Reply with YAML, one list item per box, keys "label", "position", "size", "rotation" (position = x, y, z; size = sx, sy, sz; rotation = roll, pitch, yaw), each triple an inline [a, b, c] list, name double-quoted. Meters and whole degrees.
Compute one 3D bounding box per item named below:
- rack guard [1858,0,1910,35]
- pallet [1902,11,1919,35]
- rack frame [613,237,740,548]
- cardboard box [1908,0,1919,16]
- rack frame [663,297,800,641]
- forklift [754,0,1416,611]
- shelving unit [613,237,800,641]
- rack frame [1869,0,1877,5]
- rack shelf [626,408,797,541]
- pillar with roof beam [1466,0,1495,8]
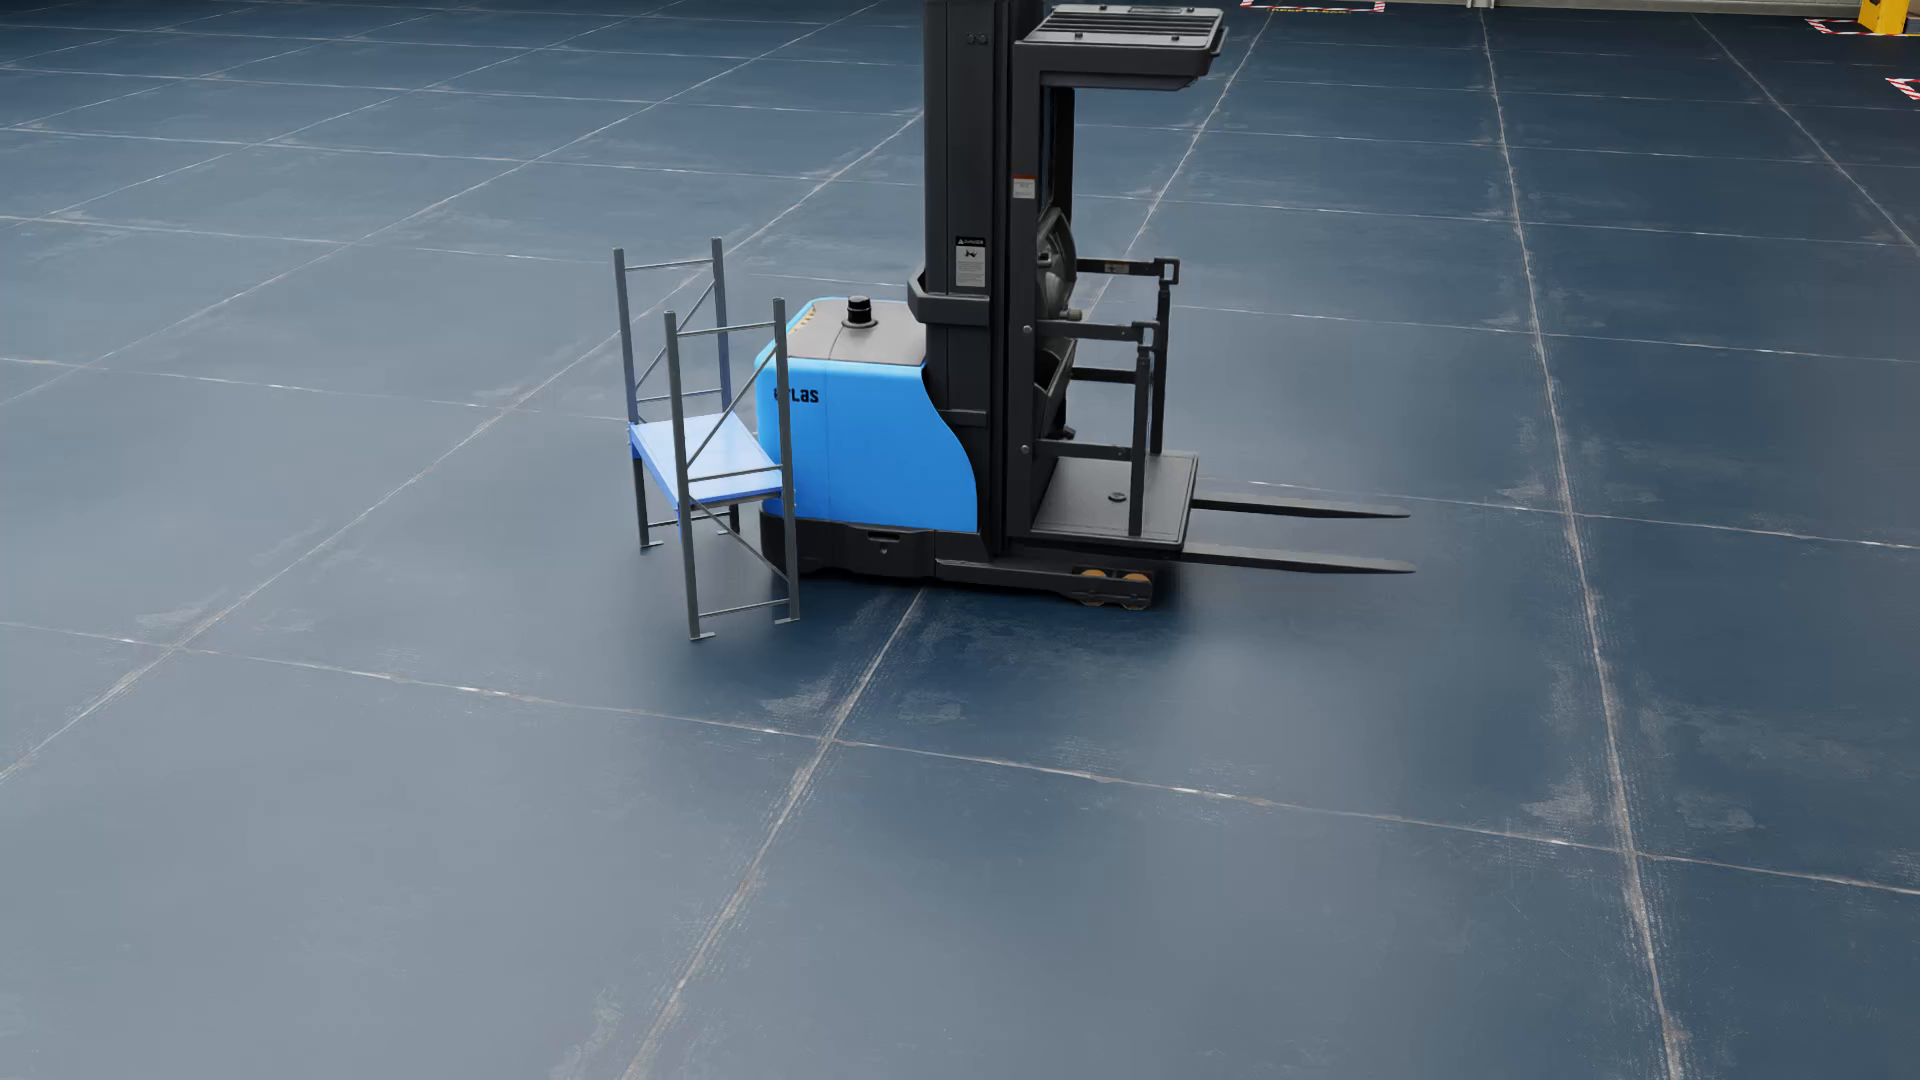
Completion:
- label: "rack guard"
  position: [12.909, -7.414, 23.241]
  size: [0.348, 0.500, 1.175]
  rotation: [6, 26, 13]
- label: "pallet"
  position: [13.687, -7.182, 23.089]
  size: [1.213, 0.211, 1.003]
  rotation: [6, 26, 13]
- label: "rack frame"
  position: [-1.340, -0.684, 7.943]
  size: [0.500, 1.500, 0.032]
  rotation: [-10, 27, -20]
- label: "cardboard box"
  position: [13.483, -7.424, 22.969]
  size: [0.500, 0.311, 0.500]
  rotation: [3, 26, 7]
- label: "rack frame"
  position: [-0.958, -0.279, 7.092]
  size: [0.500, 1.500, 0.032]
  rotation: [-10, 27, -20]
- label: "forklift"
  position: [0.623, -1.251, 7.469]
  size: [3.031, 2.935, 1.130]
  rotation: [5, 26, 10]
- label: "shelving unit"
  position: [-1.149, -0.482, 7.517]
  size: [0.538, 1.500, 1.048]
  rotation: [-10, 27, -20]
- label: "rack frame"
  position: [12.835, -8.550, 22.720]
  size: [0.127, 3.000, 1.000]
  rotation: [6, 26, 13]
- label: "rack shelf"
  position: [-1.149, -0.319, 7.595]
  size: [0.538, 0.185, 1.000]
  rotation: [-10, 27, -20]
- label: "pillar with roof beam"
  position: [6.845, -10.394, 19.614]
  size: [0.400, 9.000, 9.100]
  rotation: [6, 26, 13]
